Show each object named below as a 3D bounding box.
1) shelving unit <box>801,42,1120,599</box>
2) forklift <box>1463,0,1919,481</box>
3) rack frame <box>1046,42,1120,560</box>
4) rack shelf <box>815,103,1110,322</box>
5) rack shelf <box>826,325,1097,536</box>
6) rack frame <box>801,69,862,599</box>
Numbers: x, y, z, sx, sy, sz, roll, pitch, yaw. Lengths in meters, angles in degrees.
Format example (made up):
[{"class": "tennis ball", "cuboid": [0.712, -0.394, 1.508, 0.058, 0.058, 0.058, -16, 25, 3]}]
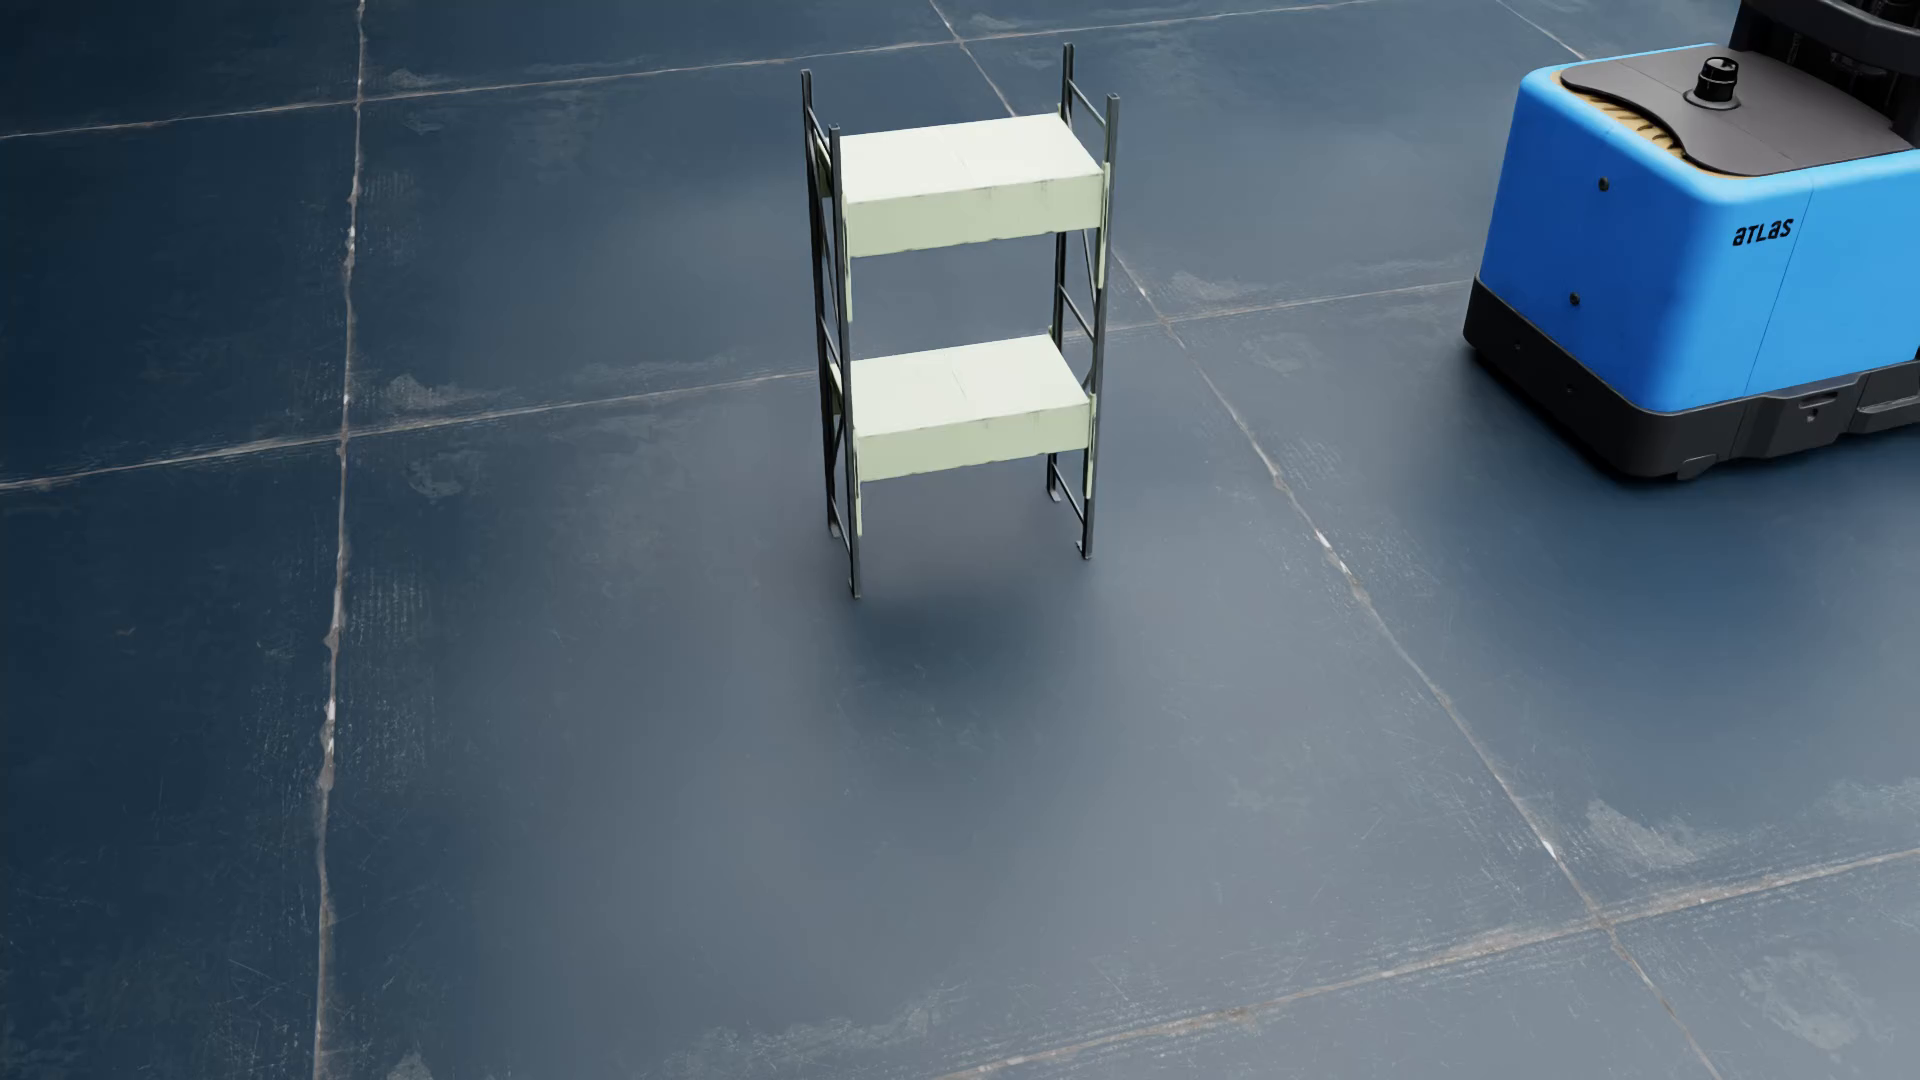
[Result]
[{"class": "shelving unit", "cuboid": [-0.006, -0.595, 4.793, 0.755, 1.500, 0.431, -9, 38, -12]}, {"class": "forklift", "cuboid": [3.423, -1.900, 5.321, 3.031, 2.935, 1.130, -12, 39, -15]}, {"class": "rack frame", "cuboid": [0.347, -0.653, 4.869, 0.023, 1.500, 0.400, -9, 38, -12]}, {"class": "rack shelf", "cuboid": [-0.006, -0.905, 4.556, 0.720, 0.370, 0.431, -9, 38, -12]}, {"class": "rack shelf", "cuboid": [-0.006, -0.336, 4.991, 0.720, 0.370, 0.431, -9, 38, -12]}, {"class": "rack frame", "cuboid": [-0.360, -0.537, 4.717, 0.023, 1.500, 0.400, -9, 38, -12]}]
